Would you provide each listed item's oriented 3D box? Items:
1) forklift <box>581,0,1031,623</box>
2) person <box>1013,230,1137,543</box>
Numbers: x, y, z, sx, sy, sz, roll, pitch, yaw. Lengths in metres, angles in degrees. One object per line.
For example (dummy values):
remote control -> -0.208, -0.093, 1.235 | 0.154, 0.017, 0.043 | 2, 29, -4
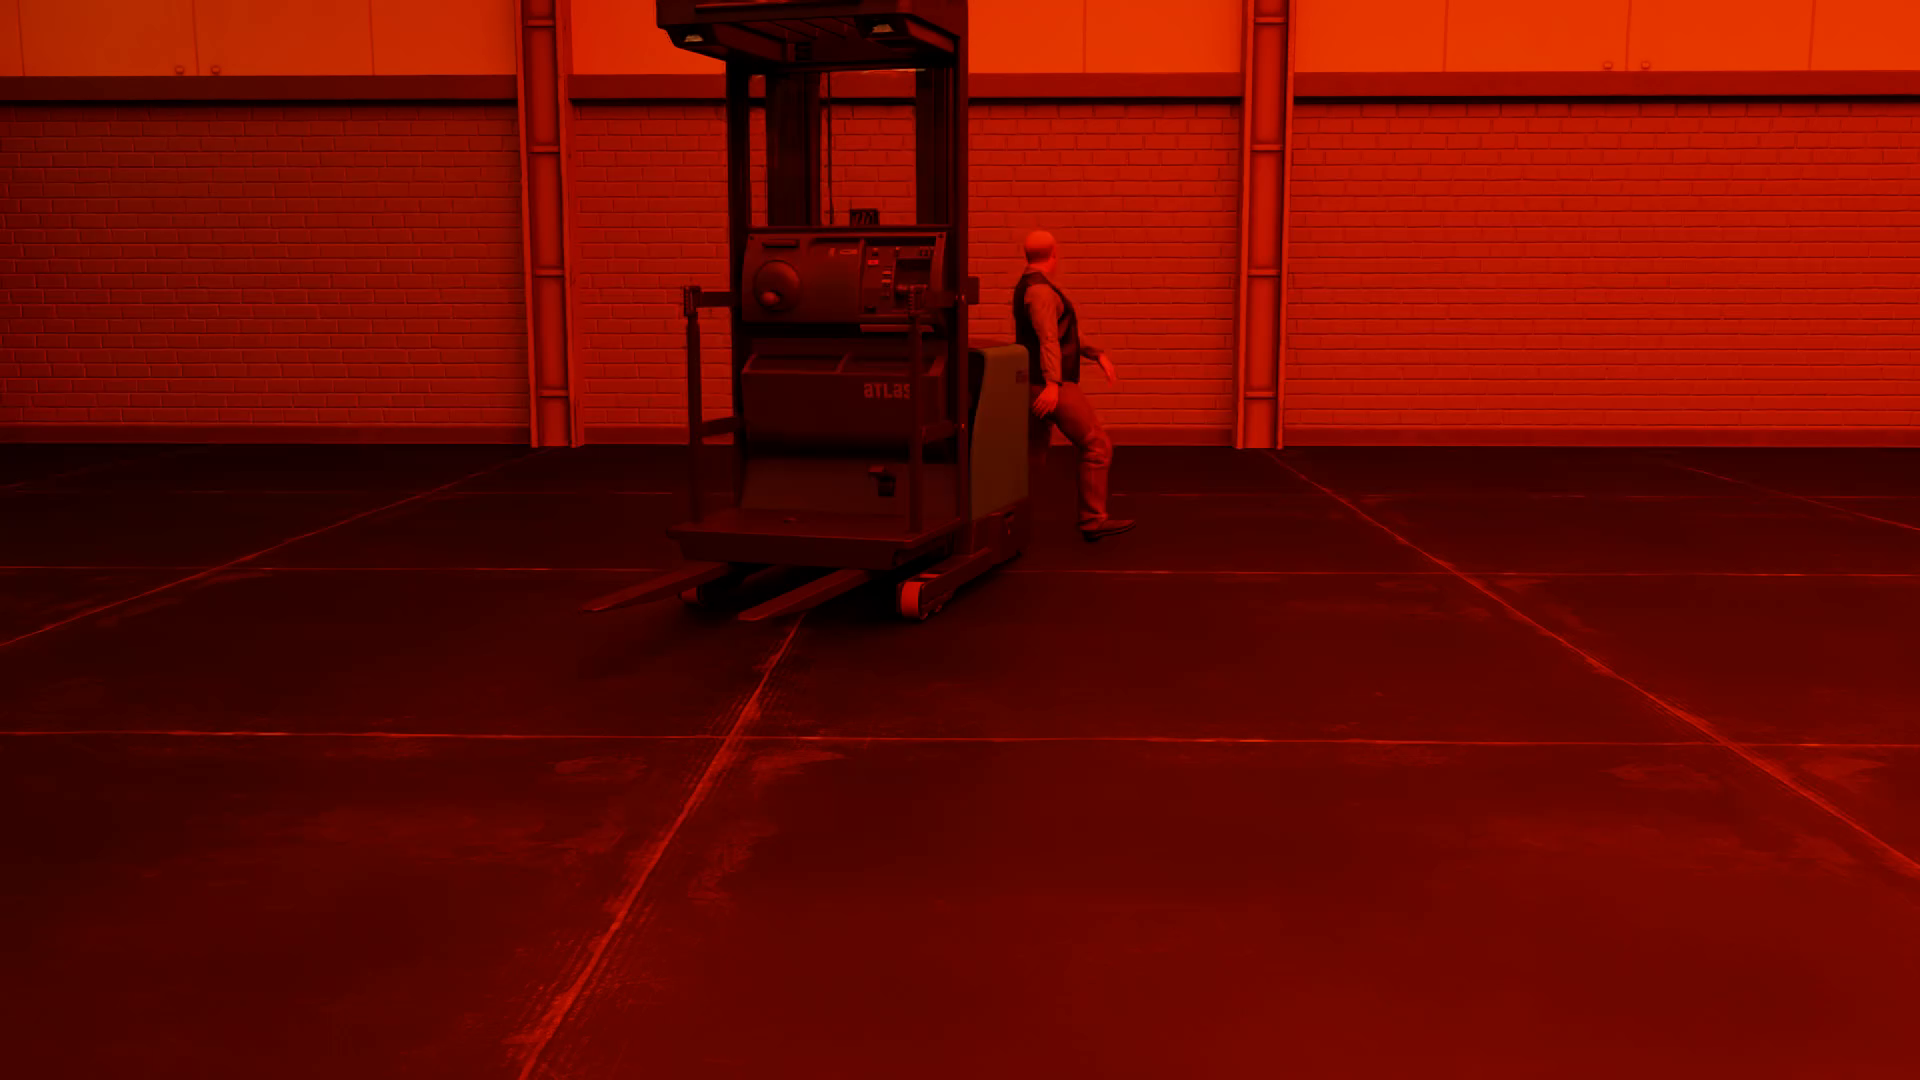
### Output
forklift -> -0.572, -1.184, 7.048 | 1.130, 2.935, 3.031 | 3, 9, 17
person -> 0.510, -0.821, 8.912 | 0.838, 1.658, 0.675 | -2, 9, -11
